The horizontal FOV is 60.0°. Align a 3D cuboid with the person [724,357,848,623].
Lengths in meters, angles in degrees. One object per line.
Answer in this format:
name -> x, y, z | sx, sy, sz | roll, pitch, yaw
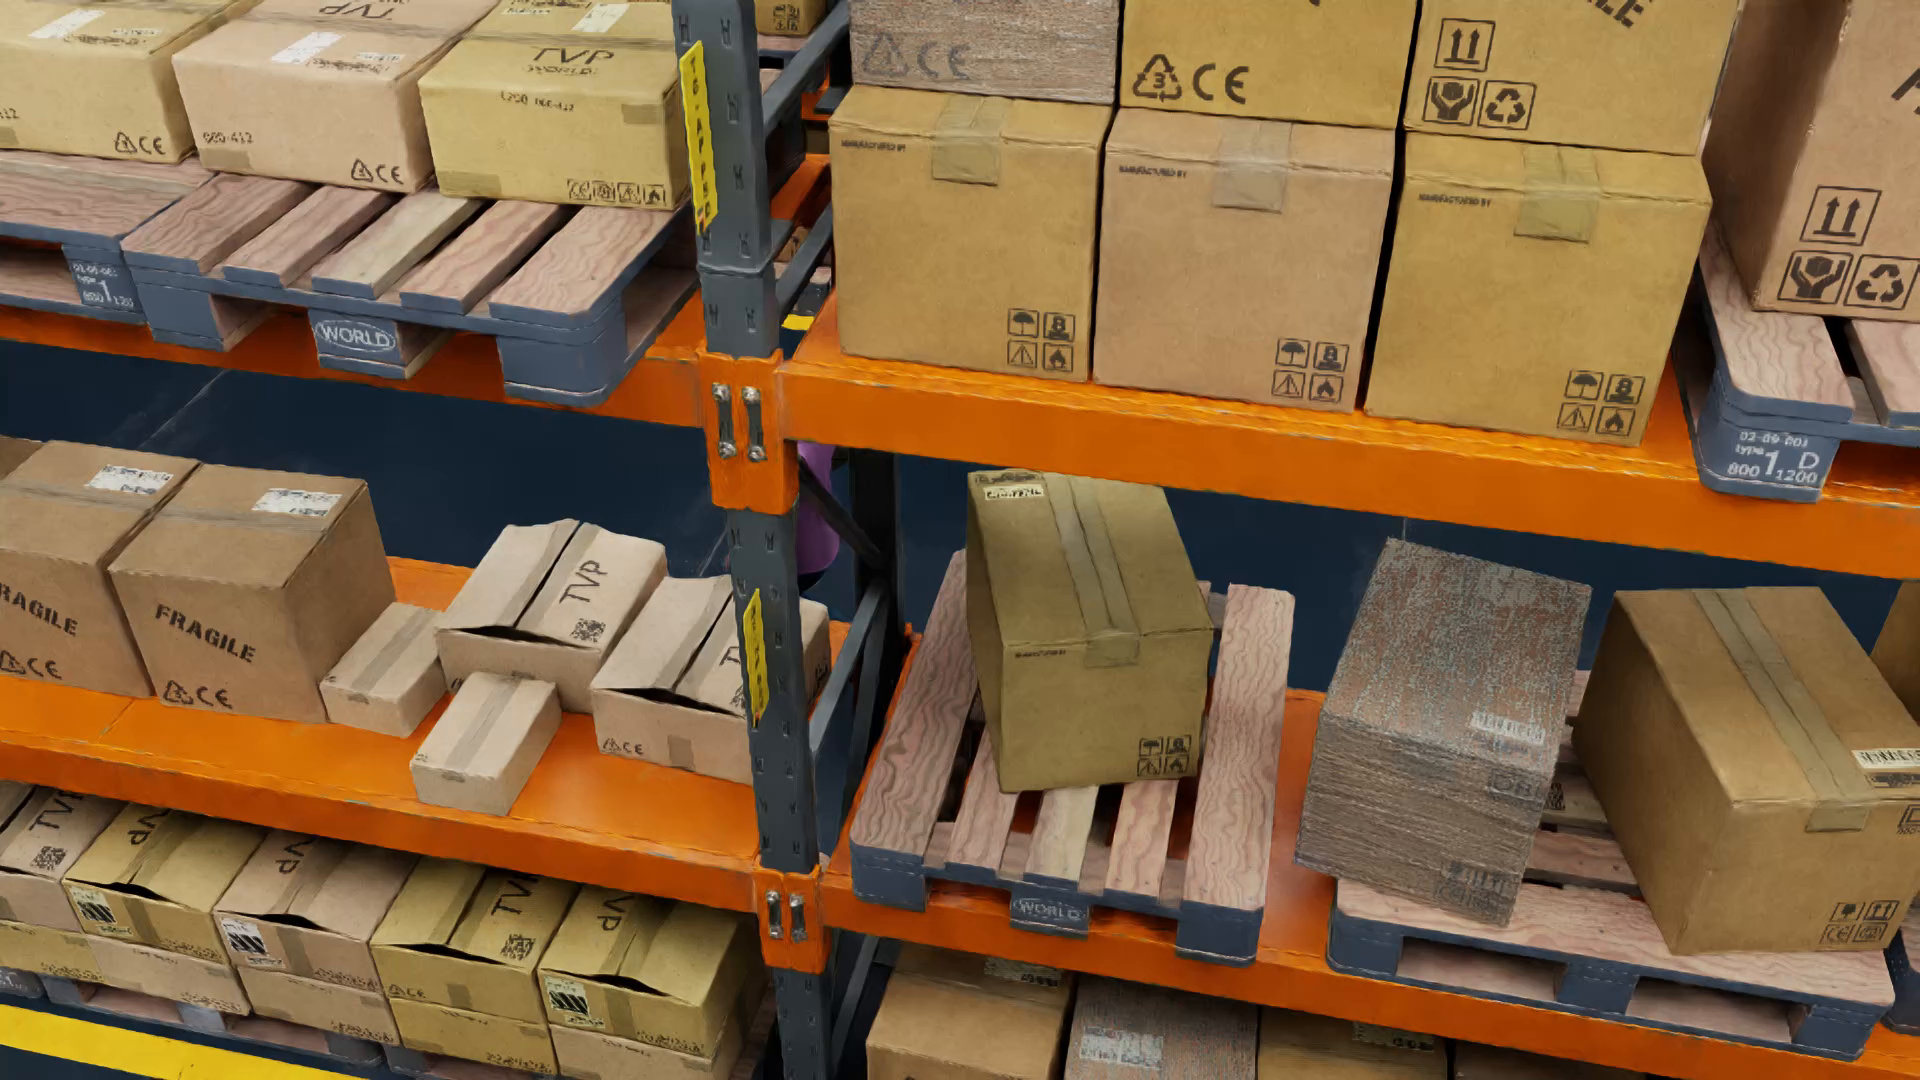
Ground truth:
person -> -0.650, 0.022, 6.149 | 0.441, 1.571, 0.585 | 5, 37, 6
